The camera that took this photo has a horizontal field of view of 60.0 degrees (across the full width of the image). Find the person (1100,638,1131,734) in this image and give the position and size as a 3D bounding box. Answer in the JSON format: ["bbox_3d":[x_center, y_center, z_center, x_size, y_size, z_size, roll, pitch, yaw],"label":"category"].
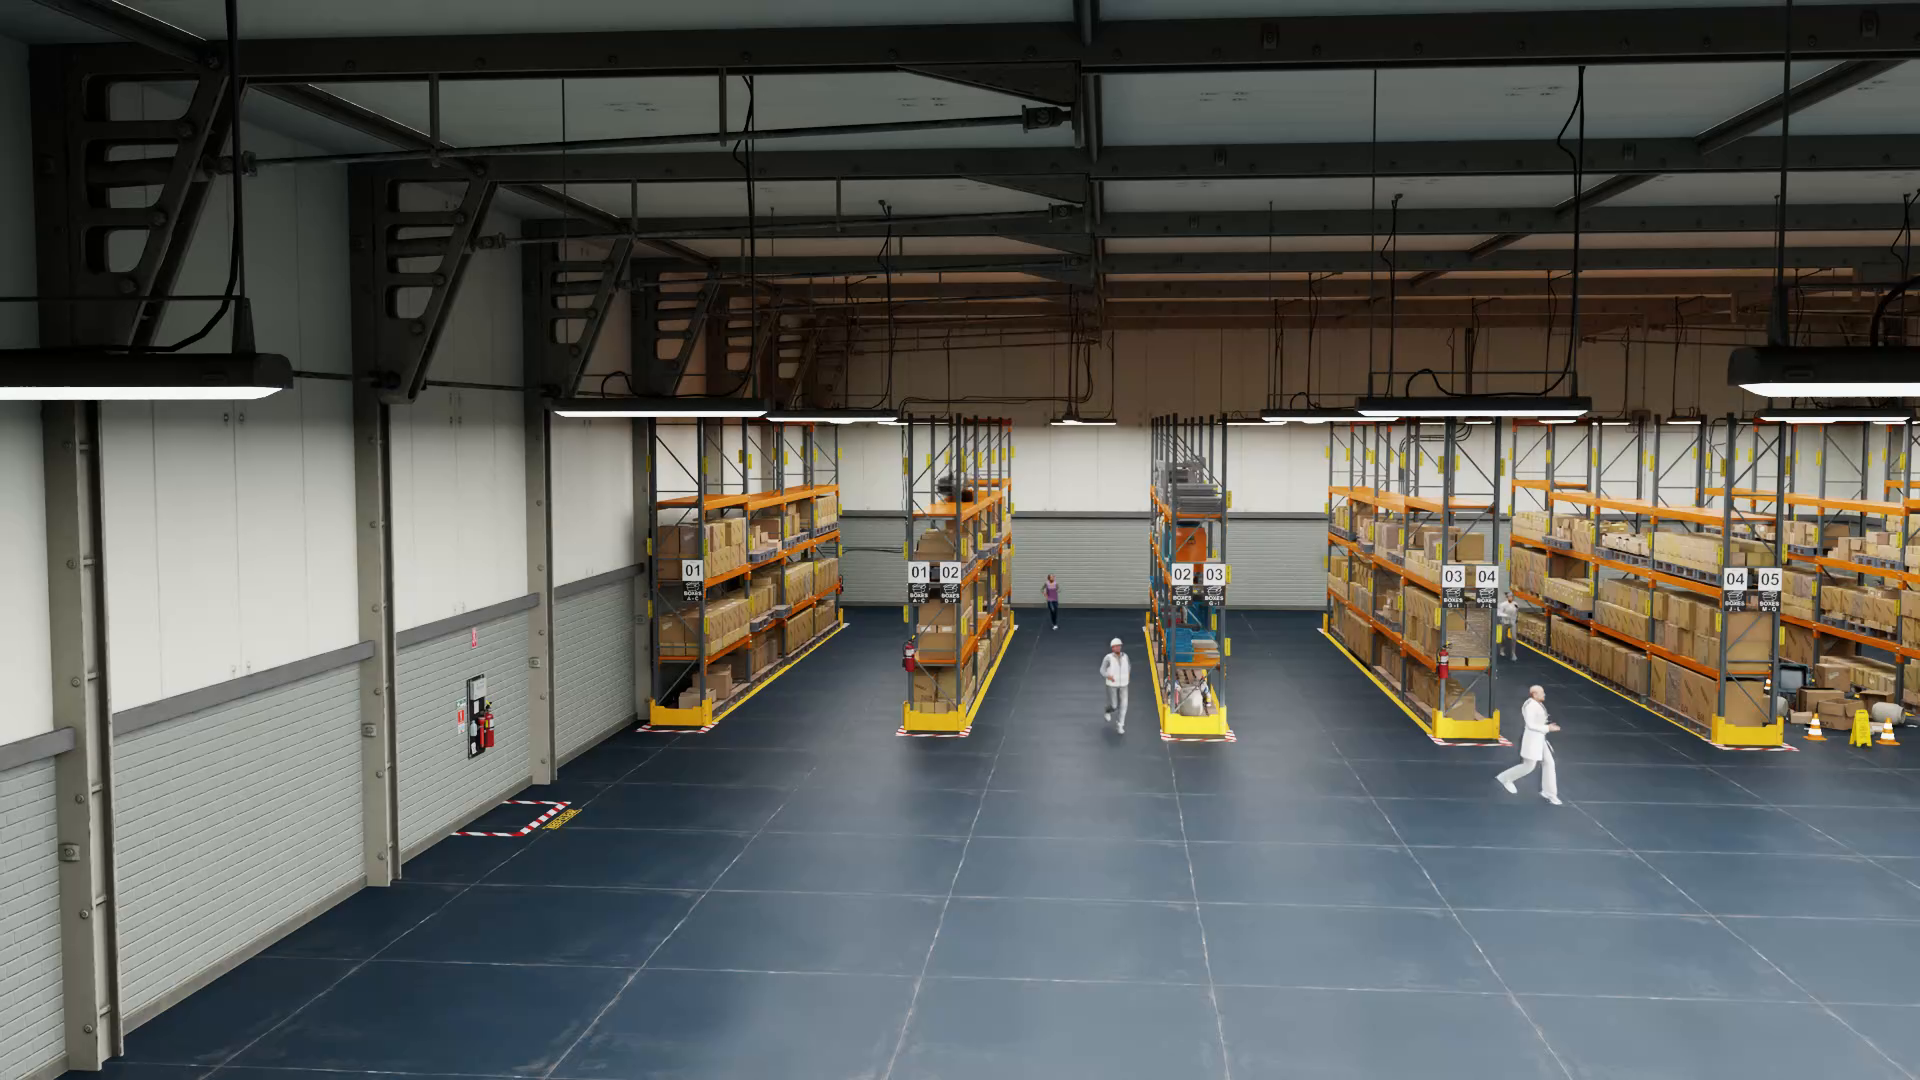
[{"bbox_3d":[2.965,2.744,31.525,0.671,1.773,0.823,-1,4,-15],"label":"person"}]

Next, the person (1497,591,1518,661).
[{"bbox_3d":[13.591,2.100,41.234,0.562,1.719,0.857,0,4,6],"label":"person"}]

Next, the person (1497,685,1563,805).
[{"bbox_3d":[8.771,3.135,25.541,1.009,1.835,0.742,2,5,33],"label":"person"}]

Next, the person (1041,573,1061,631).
[{"bbox_3d":[2.600,1.866,47.219,0.537,1.425,0.695,-1,4,-15],"label":"person"}]
